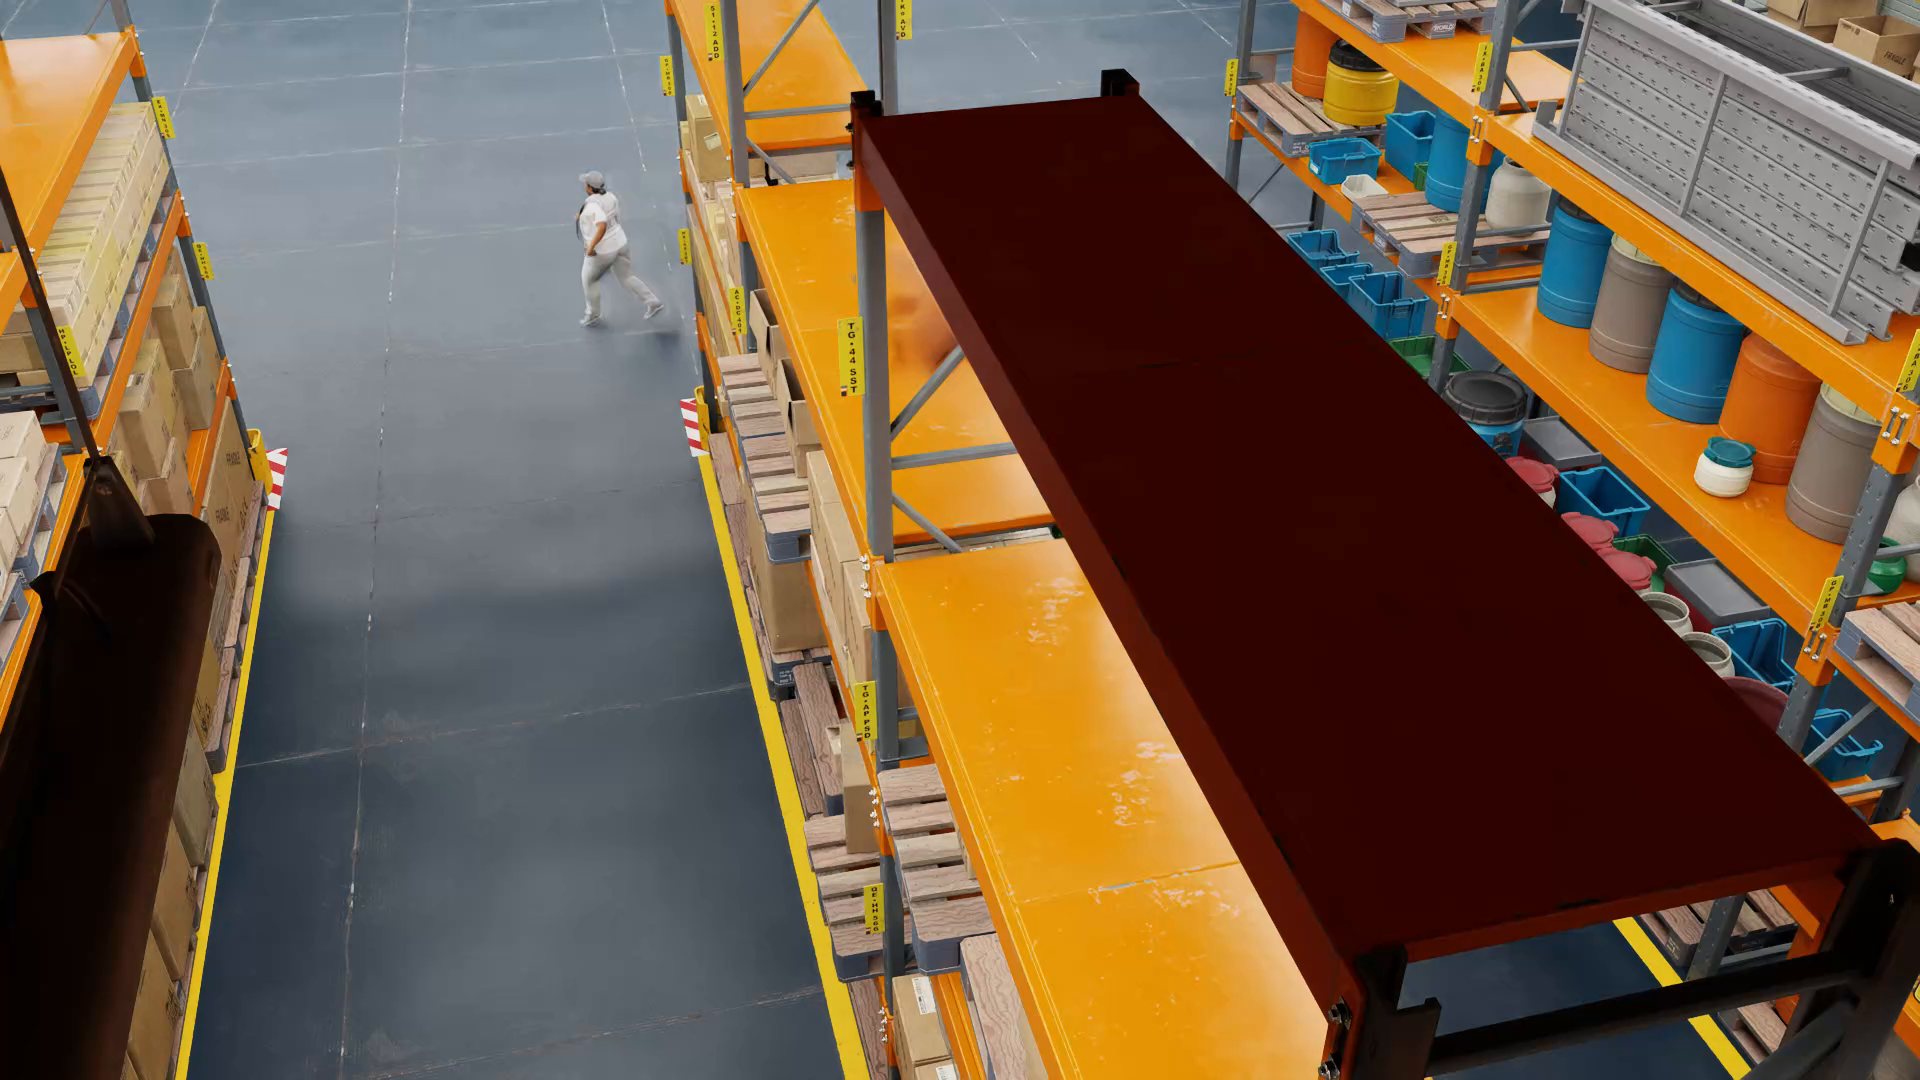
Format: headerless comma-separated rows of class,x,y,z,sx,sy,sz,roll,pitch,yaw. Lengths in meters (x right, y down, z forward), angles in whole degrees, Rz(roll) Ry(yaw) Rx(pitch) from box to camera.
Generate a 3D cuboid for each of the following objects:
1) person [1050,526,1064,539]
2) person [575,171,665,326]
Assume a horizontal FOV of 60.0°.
person,0.685,-0.296,12.914,0.654,1.834,0.855,-13,36,-18
person,-3.542,-2.906,16.879,0.922,1.706,0.614,15,37,20
